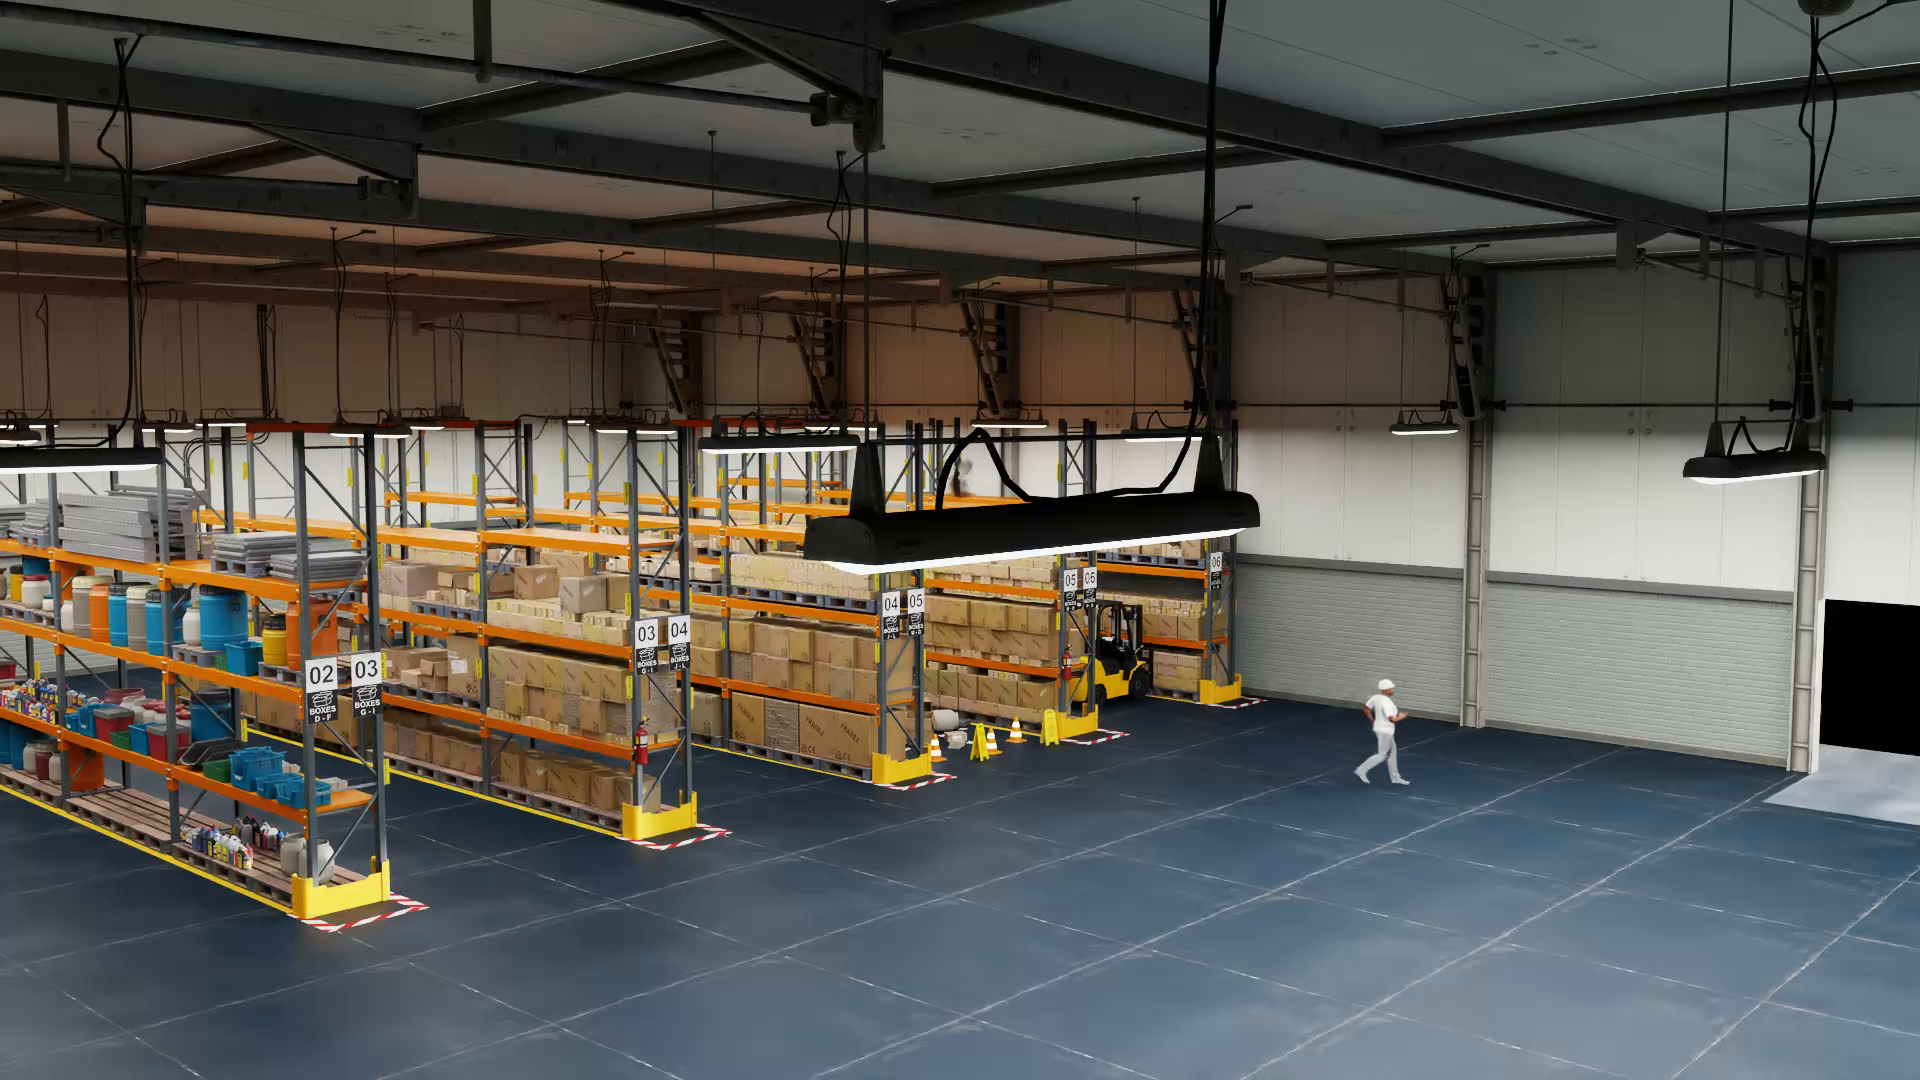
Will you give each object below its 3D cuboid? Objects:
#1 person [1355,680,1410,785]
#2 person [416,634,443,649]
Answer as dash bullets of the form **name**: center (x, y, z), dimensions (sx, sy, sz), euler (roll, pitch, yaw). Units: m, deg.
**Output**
- **person**: center (6.990, 3.179, 27.457), dimensions (0.949, 1.756, 0.722), euler (0, 5, -1)
- **person**: center (-12.904, 2.202, 40.443), dimensions (0.580, 1.728, 0.741), euler (2, 5, 27)
